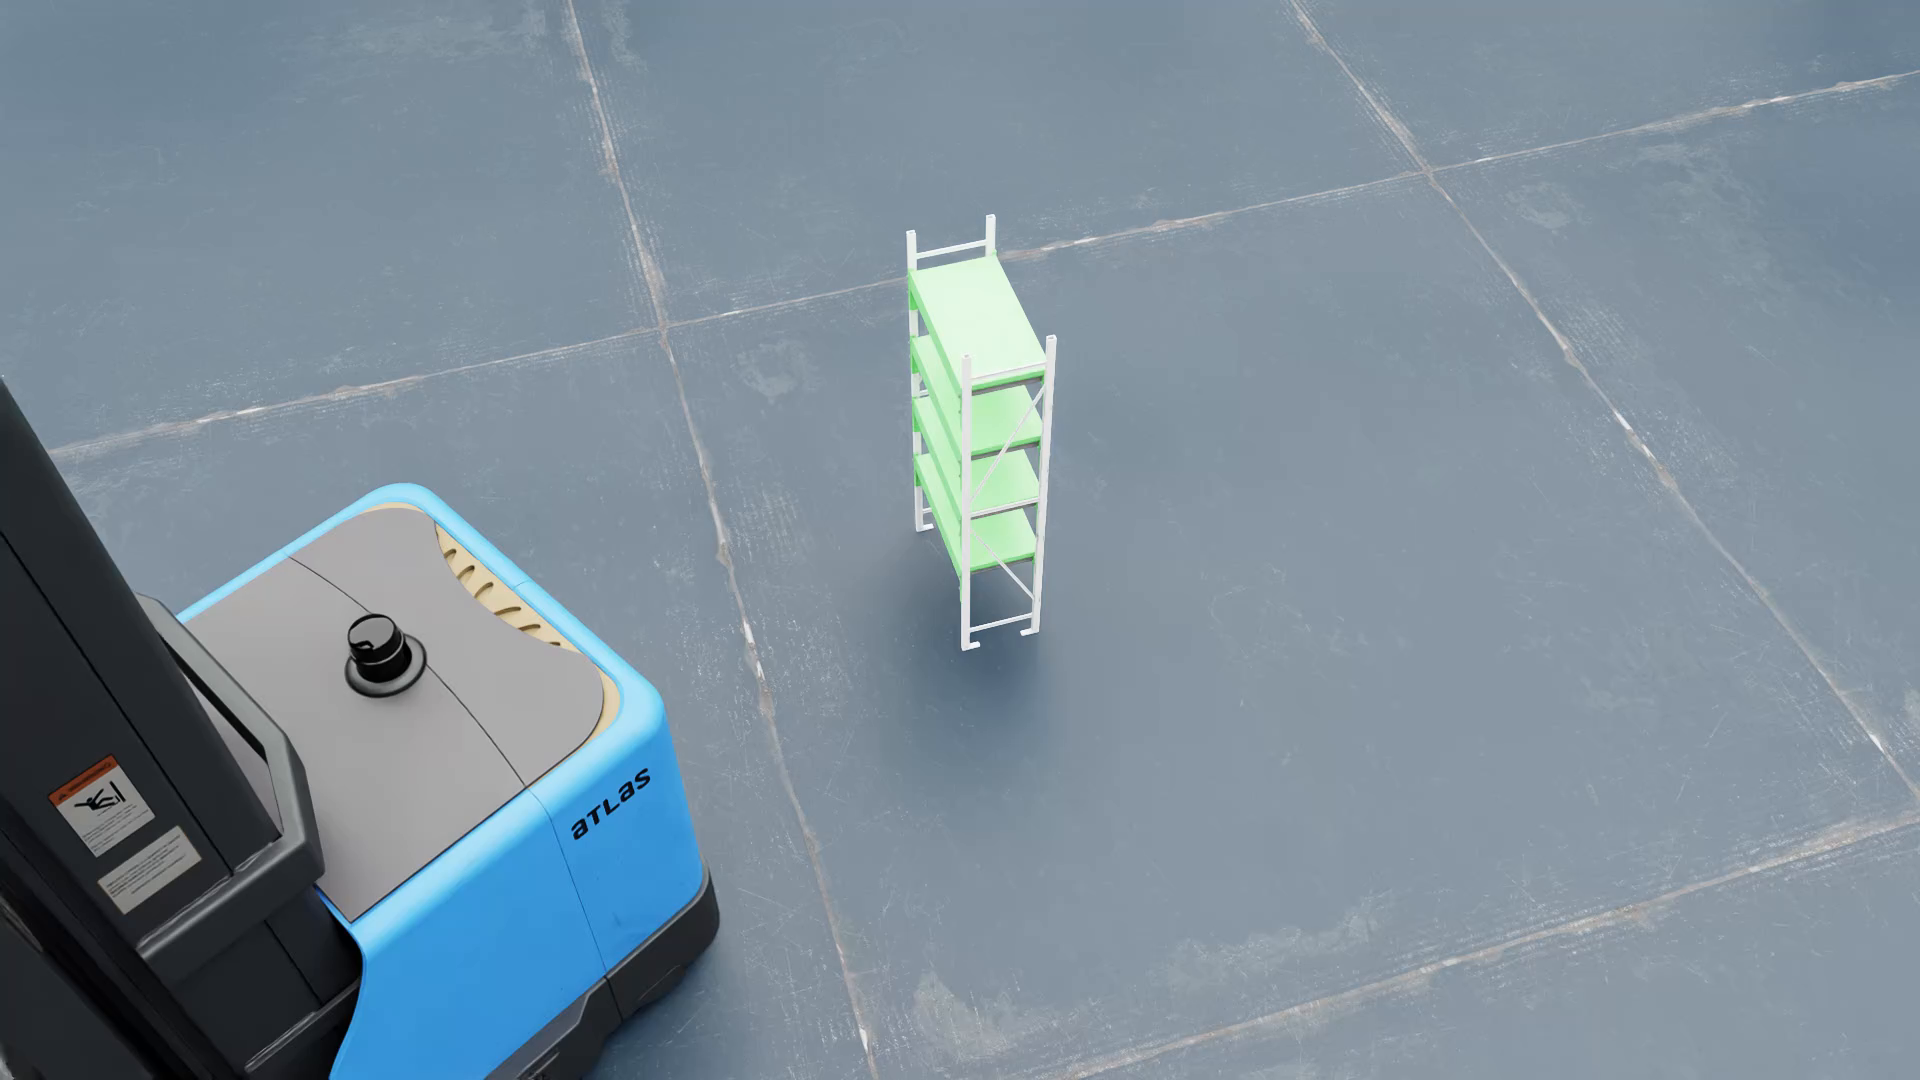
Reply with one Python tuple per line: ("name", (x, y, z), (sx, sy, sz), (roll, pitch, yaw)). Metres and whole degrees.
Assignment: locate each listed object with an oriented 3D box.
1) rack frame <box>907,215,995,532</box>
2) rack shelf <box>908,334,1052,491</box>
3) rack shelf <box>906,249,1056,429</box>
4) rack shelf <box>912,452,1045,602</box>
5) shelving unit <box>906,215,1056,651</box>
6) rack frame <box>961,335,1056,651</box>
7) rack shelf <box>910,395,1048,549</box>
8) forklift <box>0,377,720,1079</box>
("rack frame", (-0.023, -0.444, 4.840), (0.240, 1.200, 0.015), (-13, 51, -11))
("rack shelf", (0.049, -0.379, 4.555), (0.258, 0.148, 0.480), (-13, 51, -11))
("rack shelf", (0.049, -0.534, 4.371), (0.258, 0.148, 0.480), (-13, 51, -11))
("rack shelf", (0.049, -0.070, 4.922), (0.258, 0.148, 0.480), (-13, 51, -11))
("shelving unit", (0.049, -0.266, 4.689), (0.258, 1.200, 0.503), (-13, 51, -11))
("rack frame", (0.121, -0.088, 4.539), (0.240, 1.200, 0.015), (-13, 51, -11))
("rack shelf", (0.049, -0.225, 4.738), (0.258, 0.148, 0.480), (-13, 51, -11))
("forklift", (-2.002, 0.656, 2.780), (1.130, 2.935, 3.031), (36, 59, 26))
